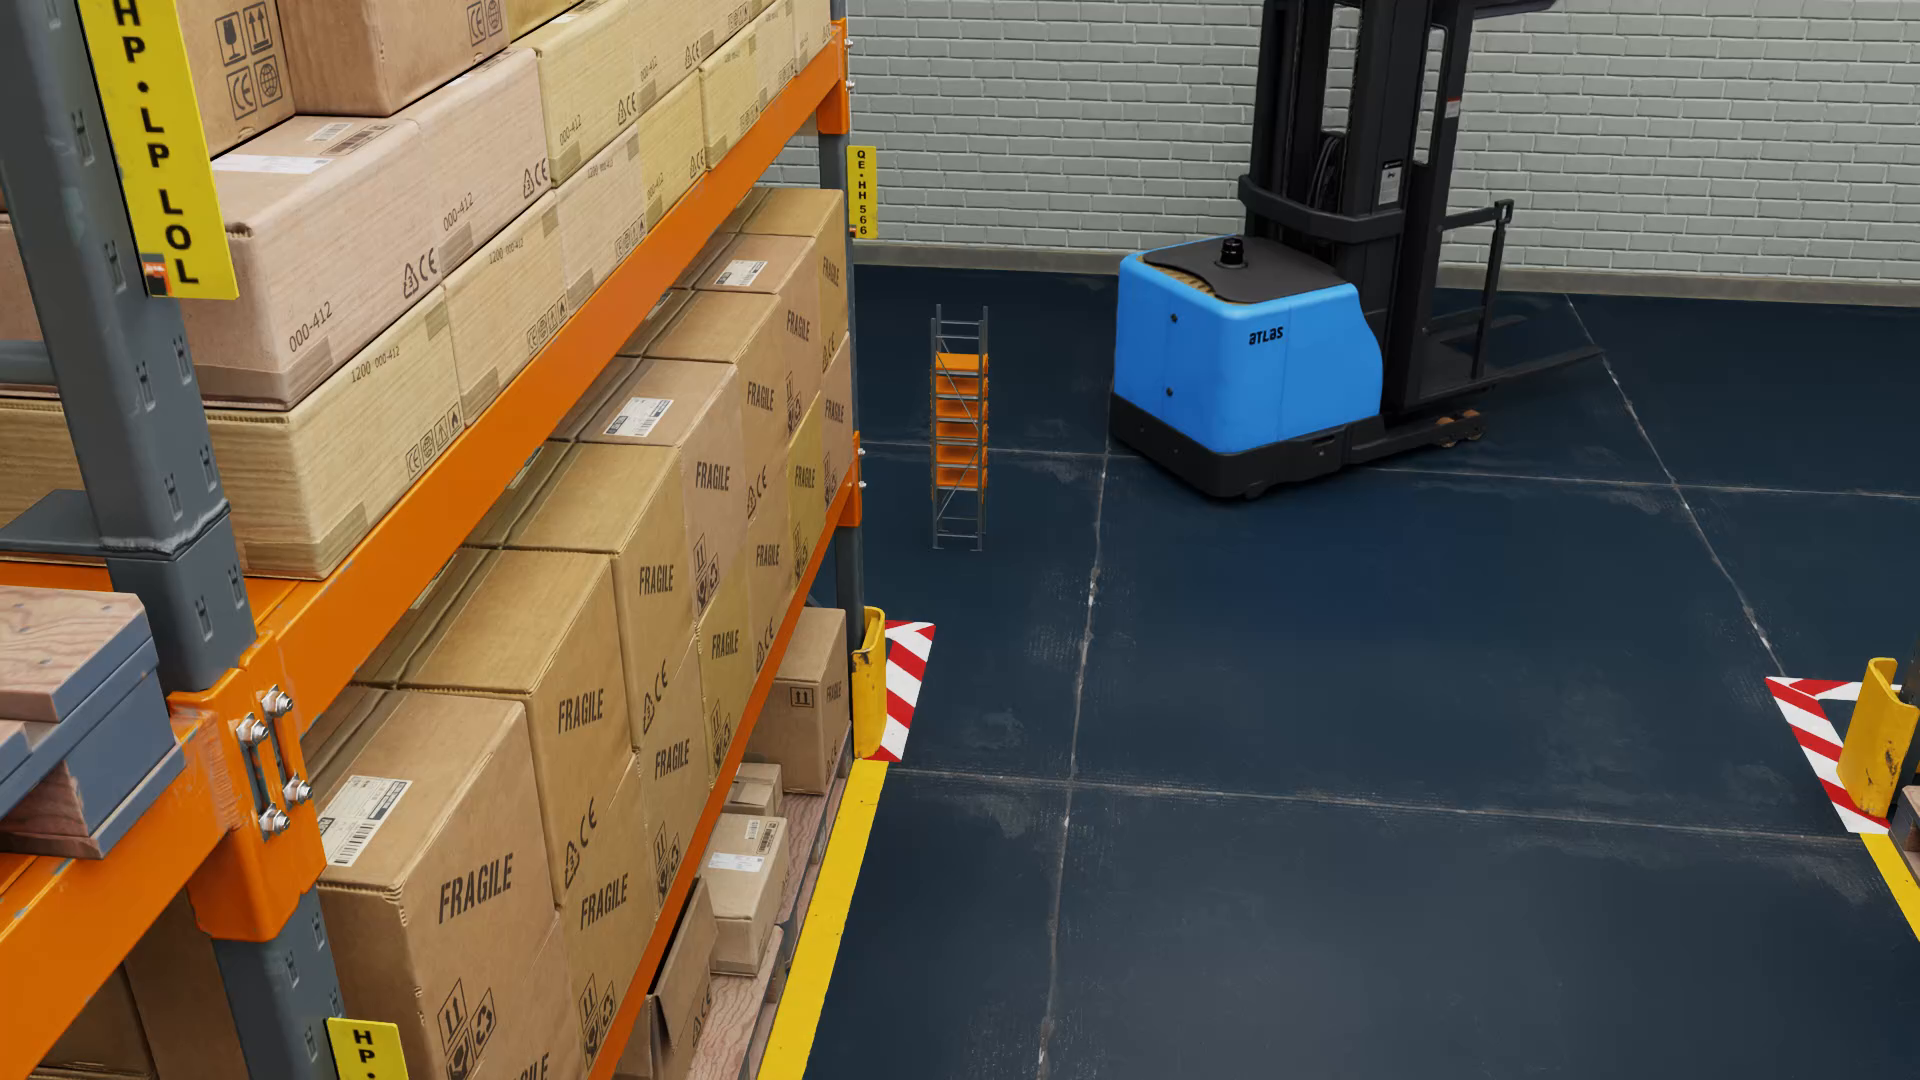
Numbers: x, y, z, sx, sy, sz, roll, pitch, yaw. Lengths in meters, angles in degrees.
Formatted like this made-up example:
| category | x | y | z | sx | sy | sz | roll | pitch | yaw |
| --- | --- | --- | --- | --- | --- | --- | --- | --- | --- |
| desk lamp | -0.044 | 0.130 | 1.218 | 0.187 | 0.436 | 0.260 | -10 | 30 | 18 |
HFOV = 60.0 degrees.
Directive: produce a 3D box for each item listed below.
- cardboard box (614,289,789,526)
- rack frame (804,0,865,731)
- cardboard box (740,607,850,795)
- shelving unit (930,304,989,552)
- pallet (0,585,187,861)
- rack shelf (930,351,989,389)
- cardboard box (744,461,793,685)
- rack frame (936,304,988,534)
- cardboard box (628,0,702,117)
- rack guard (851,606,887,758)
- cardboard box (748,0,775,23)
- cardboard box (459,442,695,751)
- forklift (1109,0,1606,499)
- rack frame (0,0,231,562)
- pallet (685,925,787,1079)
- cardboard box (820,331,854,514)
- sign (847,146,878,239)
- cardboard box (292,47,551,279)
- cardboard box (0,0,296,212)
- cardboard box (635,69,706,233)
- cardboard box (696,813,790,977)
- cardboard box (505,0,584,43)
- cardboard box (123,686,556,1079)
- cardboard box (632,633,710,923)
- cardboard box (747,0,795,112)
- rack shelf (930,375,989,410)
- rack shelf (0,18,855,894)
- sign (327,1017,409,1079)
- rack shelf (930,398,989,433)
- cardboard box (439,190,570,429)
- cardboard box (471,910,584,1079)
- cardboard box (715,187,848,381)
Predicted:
| category | x | y | z | sx | sy | sz | roll | pitch | yaw |
| --- | --- | --- | --- | --- | --- | --- | --- | --- | --- |
| cardboard box | -0.788 | -0.373 | 4.620 | 0.500 | 0.500 | 0.500 | 4 | 29 | 8 |
| rack frame | -0.886 | -0.597 | 6.195 | 1.000 | 3.000 | 0.127 | 3 | 28 | 6 |
| cardboard box | -0.708 | 0.580 | 6.182 | 0.500 | 0.500 | 0.500 | 3 | 28 | 6 |
| shelving unit | -0.002 | -0.521 | 7.953 | 0.258 | 1.200 | 0.189 | 3 | 28 | 6 |
| pallet | -1.526 | 0.351 | 1.471 | 1.213 | 0.211 | 1.003 | 3 | 28 | 6 |
| rack shelf | -0.002 | -0.799 | 7.803 | 0.258 | 0.103 | 0.180 | 3 | 28 | 6 |
| cardboard box | -0.797 | 0.065 | 4.861 | 0.500 | 0.500 | 0.500 | 4 | 29 | 7 |
| rack frame | 0.009 | -0.564 | 8.033 | 0.240 | 1.200 | 0.006 | 3 | 28 | 6 |
| cardboard box | -0.877 | -1.108 | 3.613 | 0.500 | 0.250 | 0.500 | 3 | 28 | 6 |
| rack guard | -0.895 | 0.540 | 6.721 | 1.175 | 0.500 | 0.348 | 3 | 28 | 6 |
| cardboard box | -0.757 | -1.579 | 4.487 | 0.500 | 0.250 | 0.500 | 3 | 28 | 6 |
| cardboard box | -0.913 | 0.112 | 3.720 | 0.500 | 0.500 | 0.500 | 3 | 28 | 5 |
| forklift | 2.361 | -2.001 | 8.874 | 3.031 | 2.935 | 1.130 | -15 | 32 | -26 |
| rack frame | -1.376 | -1.355 | 1.277 | 1.000 | 3.000 | 0.127 | 3 | 28 | 6 |
| pallet | -1.144 | 1.615 | 5.030 | 1.003 | 0.211 | 1.213 | 3 | 28 | 6 |
| cardboard box | -0.671 | -0.414 | 5.750 | 0.500 | 0.500 | 0.500 | 4 | 29 | 8 |
| sign | -0.338 | -1.204 | 5.768 | 0.100 | 0.325 | 0.005 | 3 | 28 | 6 |
| cardboard box | -1.011 | -0.638 | 2.741 | 0.500 | 0.250 | 0.500 | 3 | 28 | 6 |
| cardboard box | -1.354 | -0.750 | 2.157 | 0.700 | 0.500 | 0.500 | 3 | 28 | 6 |
| cardboard box | -0.885 | -0.889 | 3.733 | 0.500 | 0.250 | 0.500 | 3 | 28 | 6 |
| cardboard box | -0.854 | 1.136 | 5.414 | 0.500 | 0.250 | 0.500 | 3 | 28 | 6 |
| cardboard box | -1.097 | -1.212 | 3.016 | 0.700 | 0.500 | 0.500 | 3 | 28 | 6 |
| cardboard box | -1.039 | 0.597 | 2.820 | 0.500 | 0.500 | 0.500 | 4 | 29 | 8 |
| cardboard box | -0.920 | 0.542 | 3.977 | 0.500 | 0.500 | 0.500 | 3 | 28 | 6 |
| cardboard box | -0.759 | -1.359 | 4.606 | 0.500 | 0.250 | 0.500 | 3 | 28 | 6 |
| rack shelf | -0.002 | -0.694 | 7.860 | 0.258 | 0.103 | 0.180 | 3 | 28 | 6 |
| rack shelf | -1.131 | -0.659 | 3.907 | 1.077 | 0.370 | 4.000 | 3 | 28 | 6 |
| sign | -0.825 | 0.807 | 2.369 | 0.100 | 0.325 | 0.005 | 3 | 28 | 6 |
| rack shelf | -0.002 | -0.588 | 7.917 | 0.258 | 0.103 | 0.180 | 3 | 28 | 6 |
| cardboard box | -1.006 | -0.418 | 2.859 | 0.500 | 0.250 | 0.500 | 3 | 28 | 6 |
| cardboard box | -1.043 | 1.018 | 3.092 | 0.500 | 0.500 | 0.500 | 4 | 29 | 8 |
| cardboard box | -0.668 | -0.855 | 5.515 | 0.500 | 0.500 | 0.500 | 3 | 28 | 6 |
